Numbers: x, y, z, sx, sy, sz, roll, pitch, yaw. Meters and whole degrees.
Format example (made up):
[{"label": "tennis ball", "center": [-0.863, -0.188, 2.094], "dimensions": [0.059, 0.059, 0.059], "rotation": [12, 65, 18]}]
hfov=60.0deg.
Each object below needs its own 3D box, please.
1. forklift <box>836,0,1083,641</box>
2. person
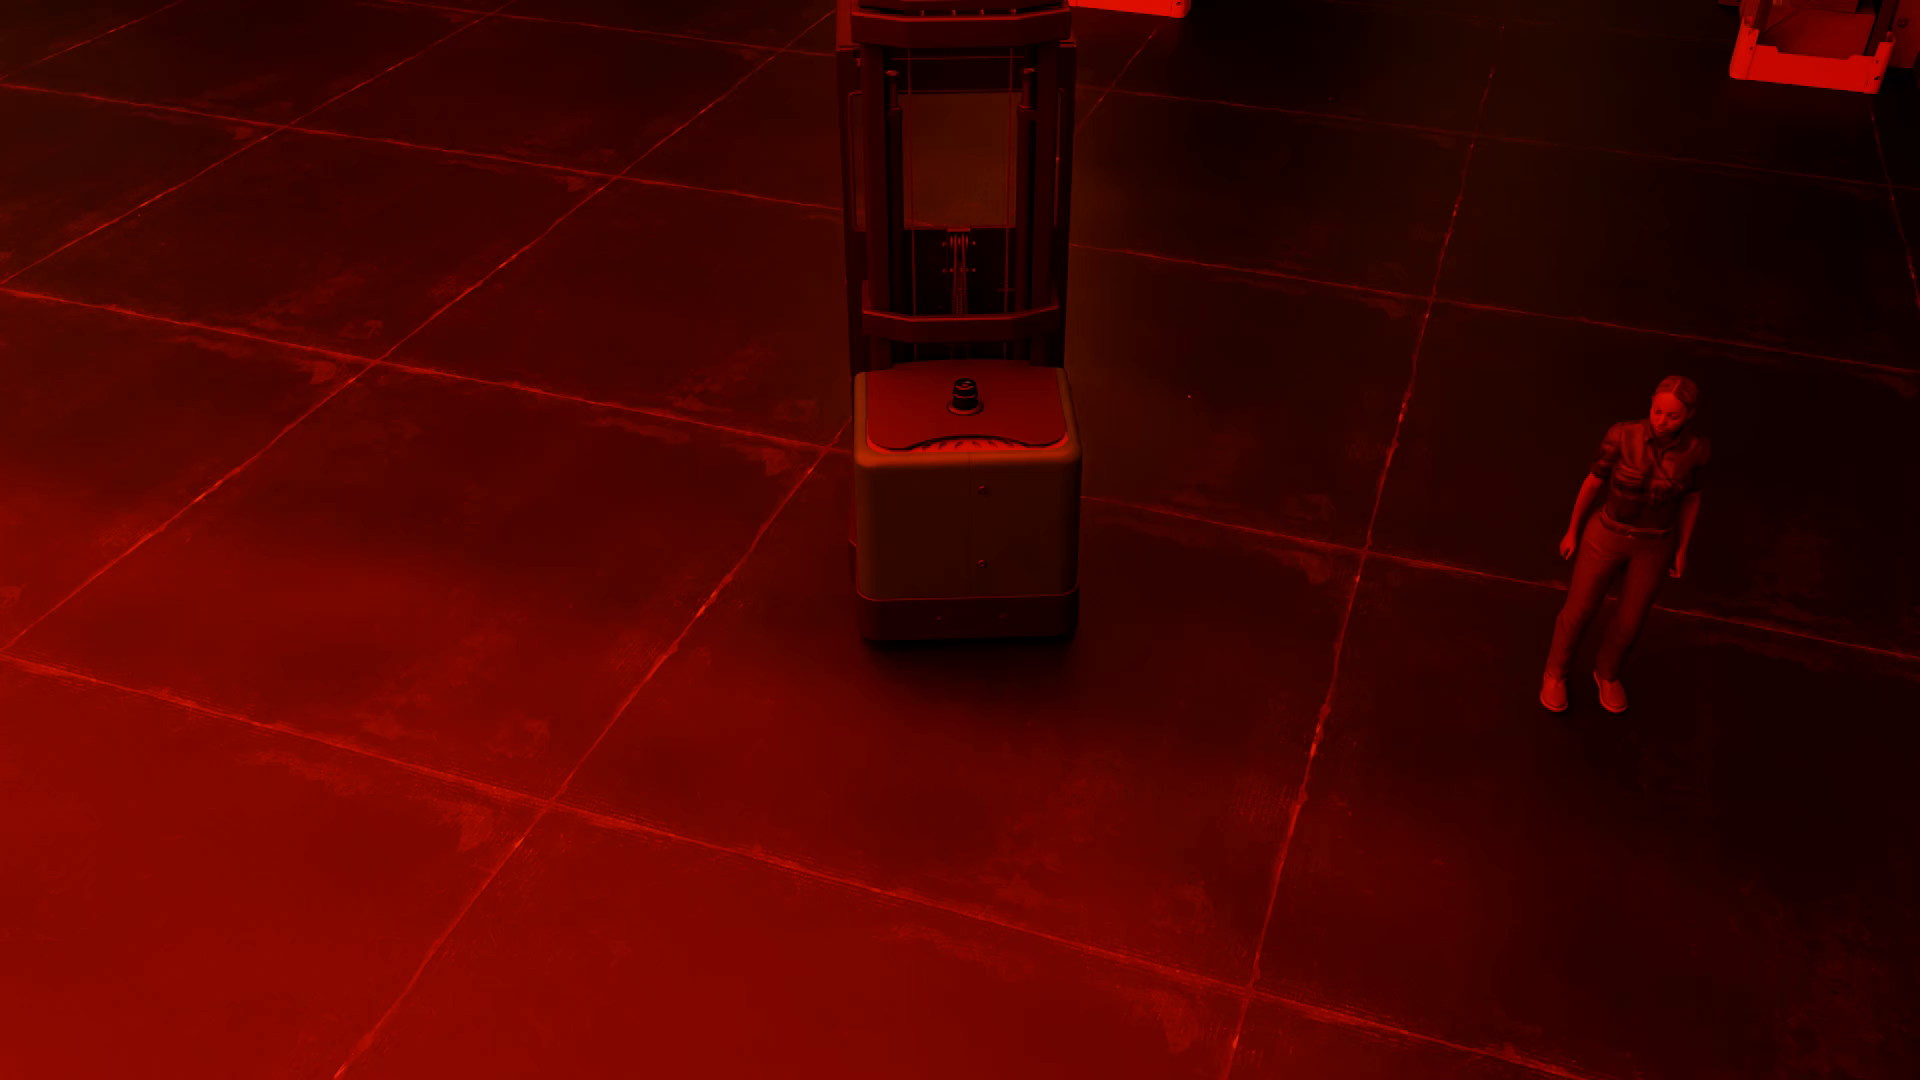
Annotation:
[{"label": "forklift", "center": [-0.029, -1.547, 8.293], "dimensions": [1.130, 2.935, 3.031], "rotation": [-2, 35, -2]}, {"label": "person", "center": [2.873, 0.035, 7.164], "dimensions": [0.527, 1.661, 0.348], "rotation": [8, 36, 11]}]
